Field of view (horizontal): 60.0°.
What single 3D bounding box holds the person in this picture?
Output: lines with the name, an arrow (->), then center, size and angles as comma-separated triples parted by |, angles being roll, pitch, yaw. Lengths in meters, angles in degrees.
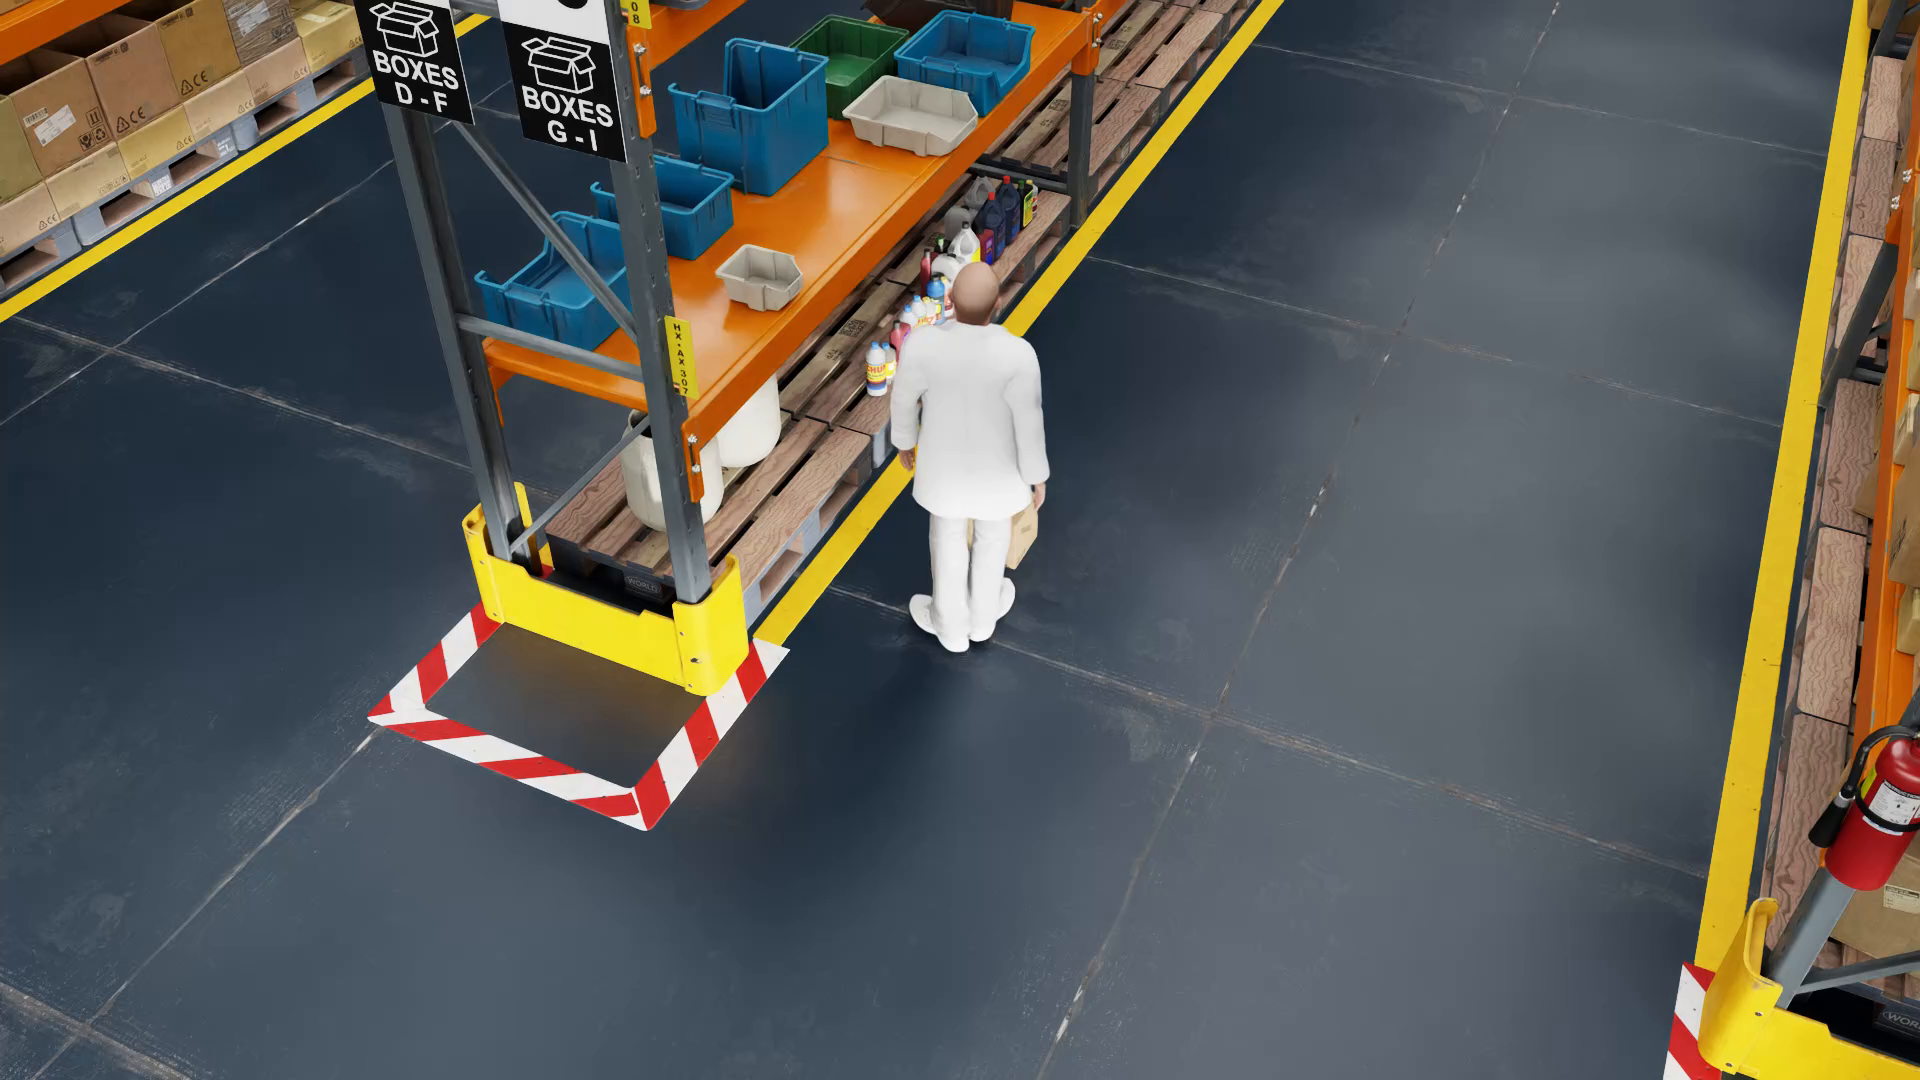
person -> 0.039, -0.325, 6.511 | 0.646, 1.774, 0.464 | 7, 42, 8
